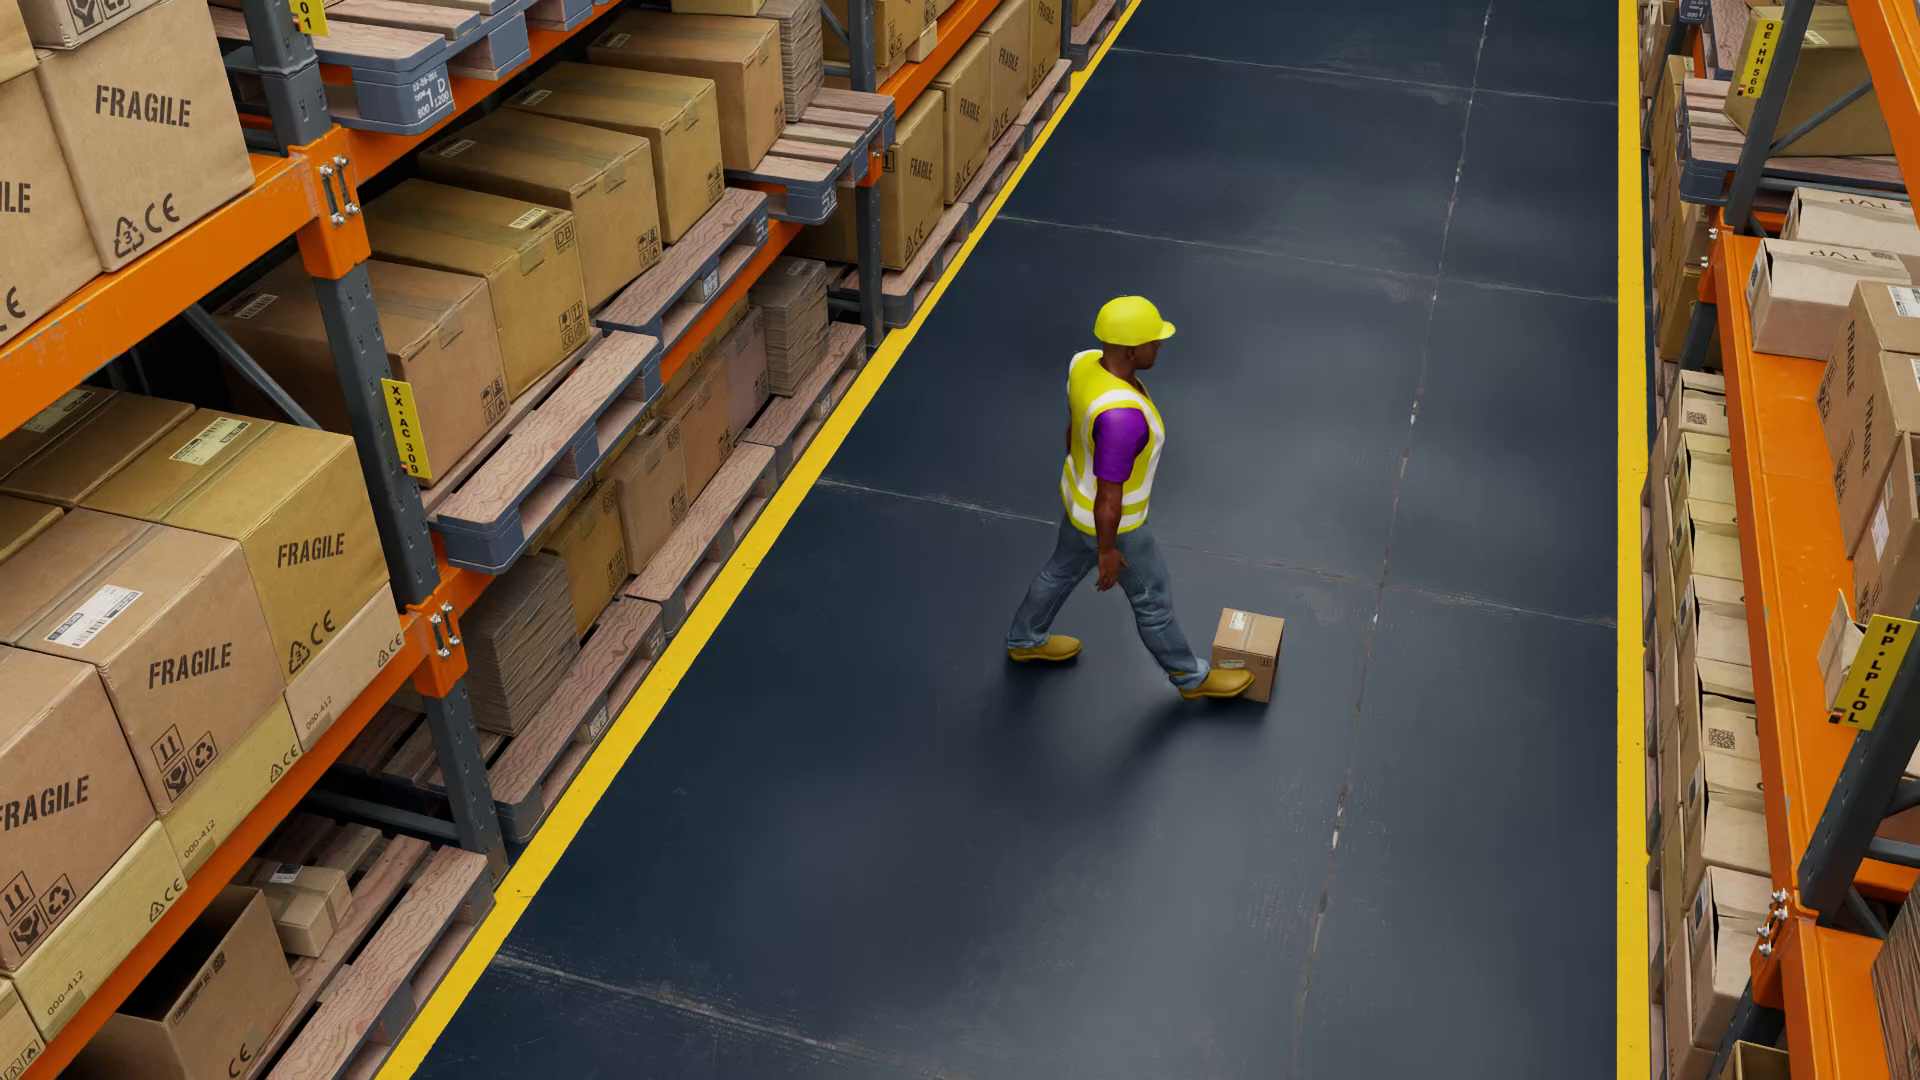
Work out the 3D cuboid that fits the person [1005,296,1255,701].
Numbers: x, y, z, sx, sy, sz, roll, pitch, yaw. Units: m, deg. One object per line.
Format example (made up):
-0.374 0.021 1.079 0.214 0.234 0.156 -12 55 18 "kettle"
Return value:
0.675 -0.147 6.322 0.959 1.721 0.640 -4 37 -5 "person"
